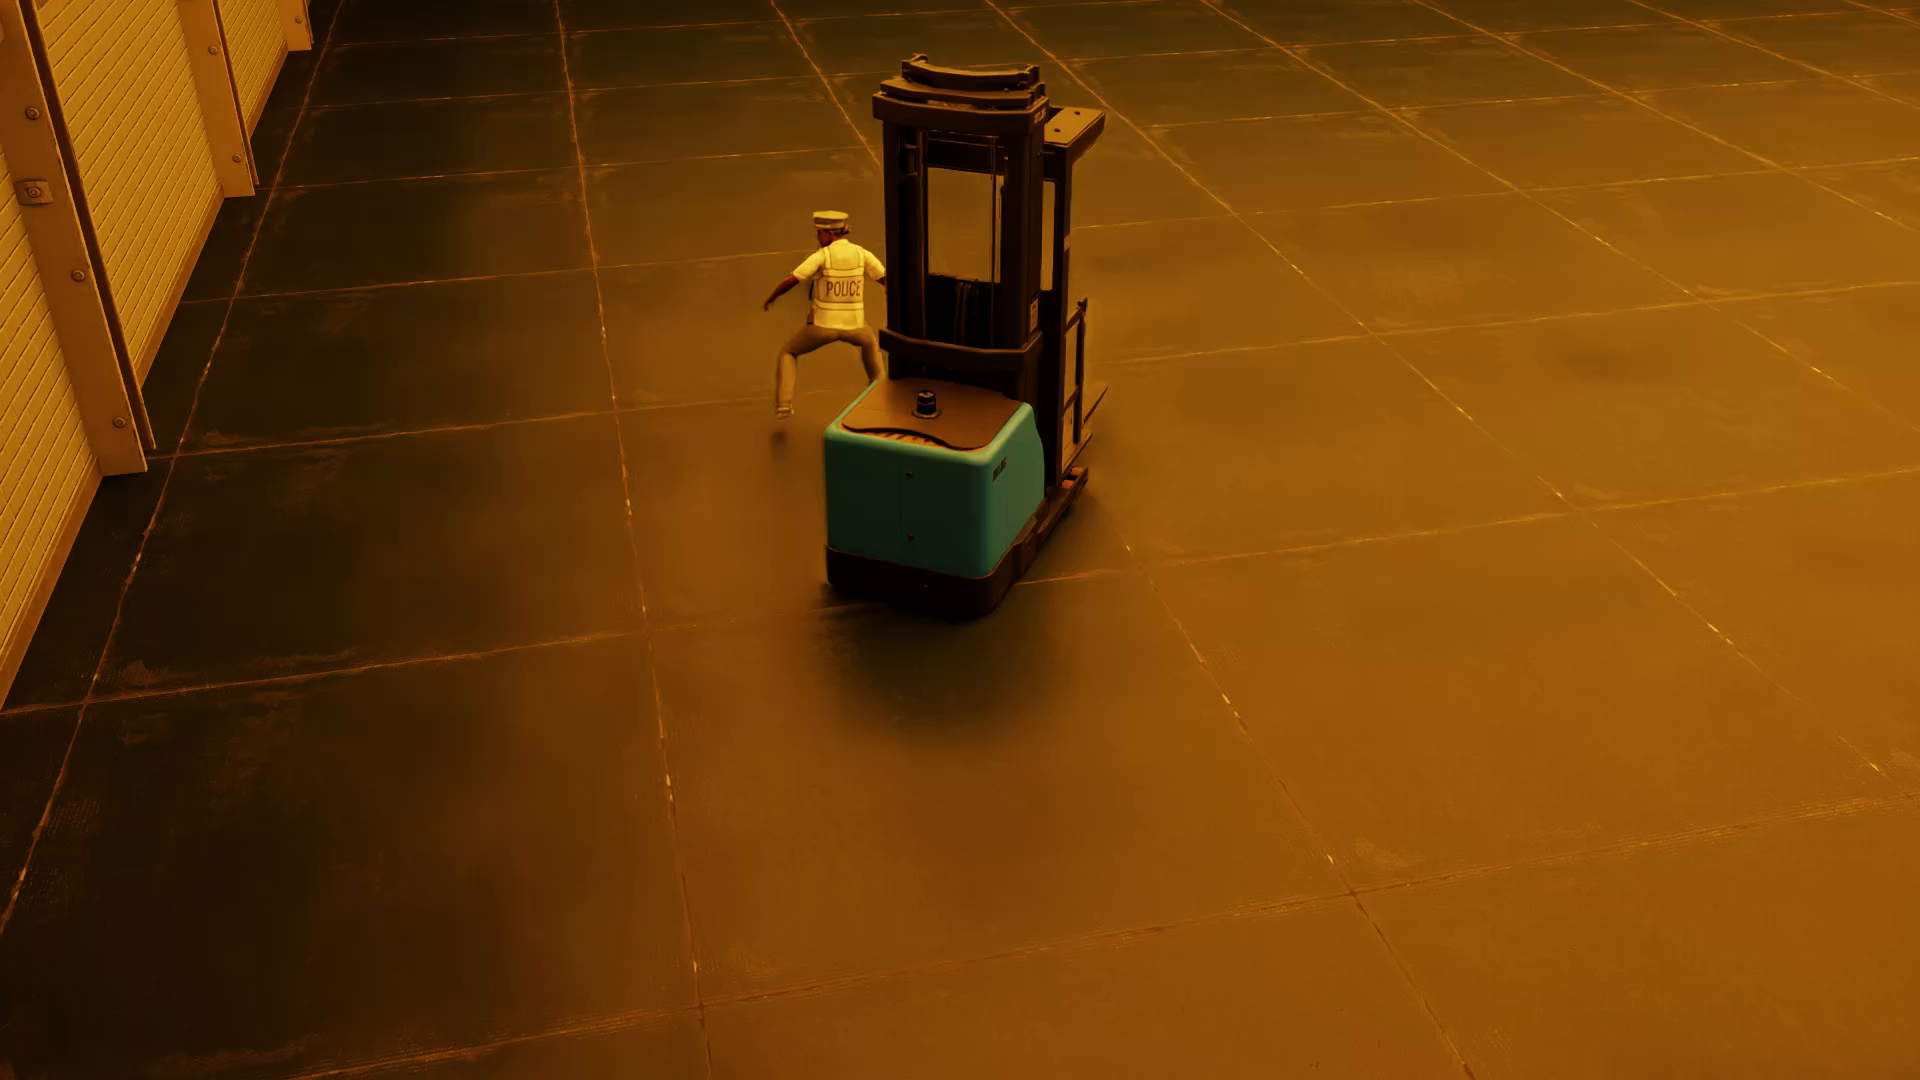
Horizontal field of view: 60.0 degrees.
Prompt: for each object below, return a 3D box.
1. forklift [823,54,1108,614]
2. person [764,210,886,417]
[{"bbox_3d":[0.208,-1.565,10.277,1.130,2.935,3.031,11,32,18],"label":"forklift"},{"bbox_3d":[-0.834,-1.555,11.756,1.110,1.563,0.480,-10,31,-16],"label":"person"}]
